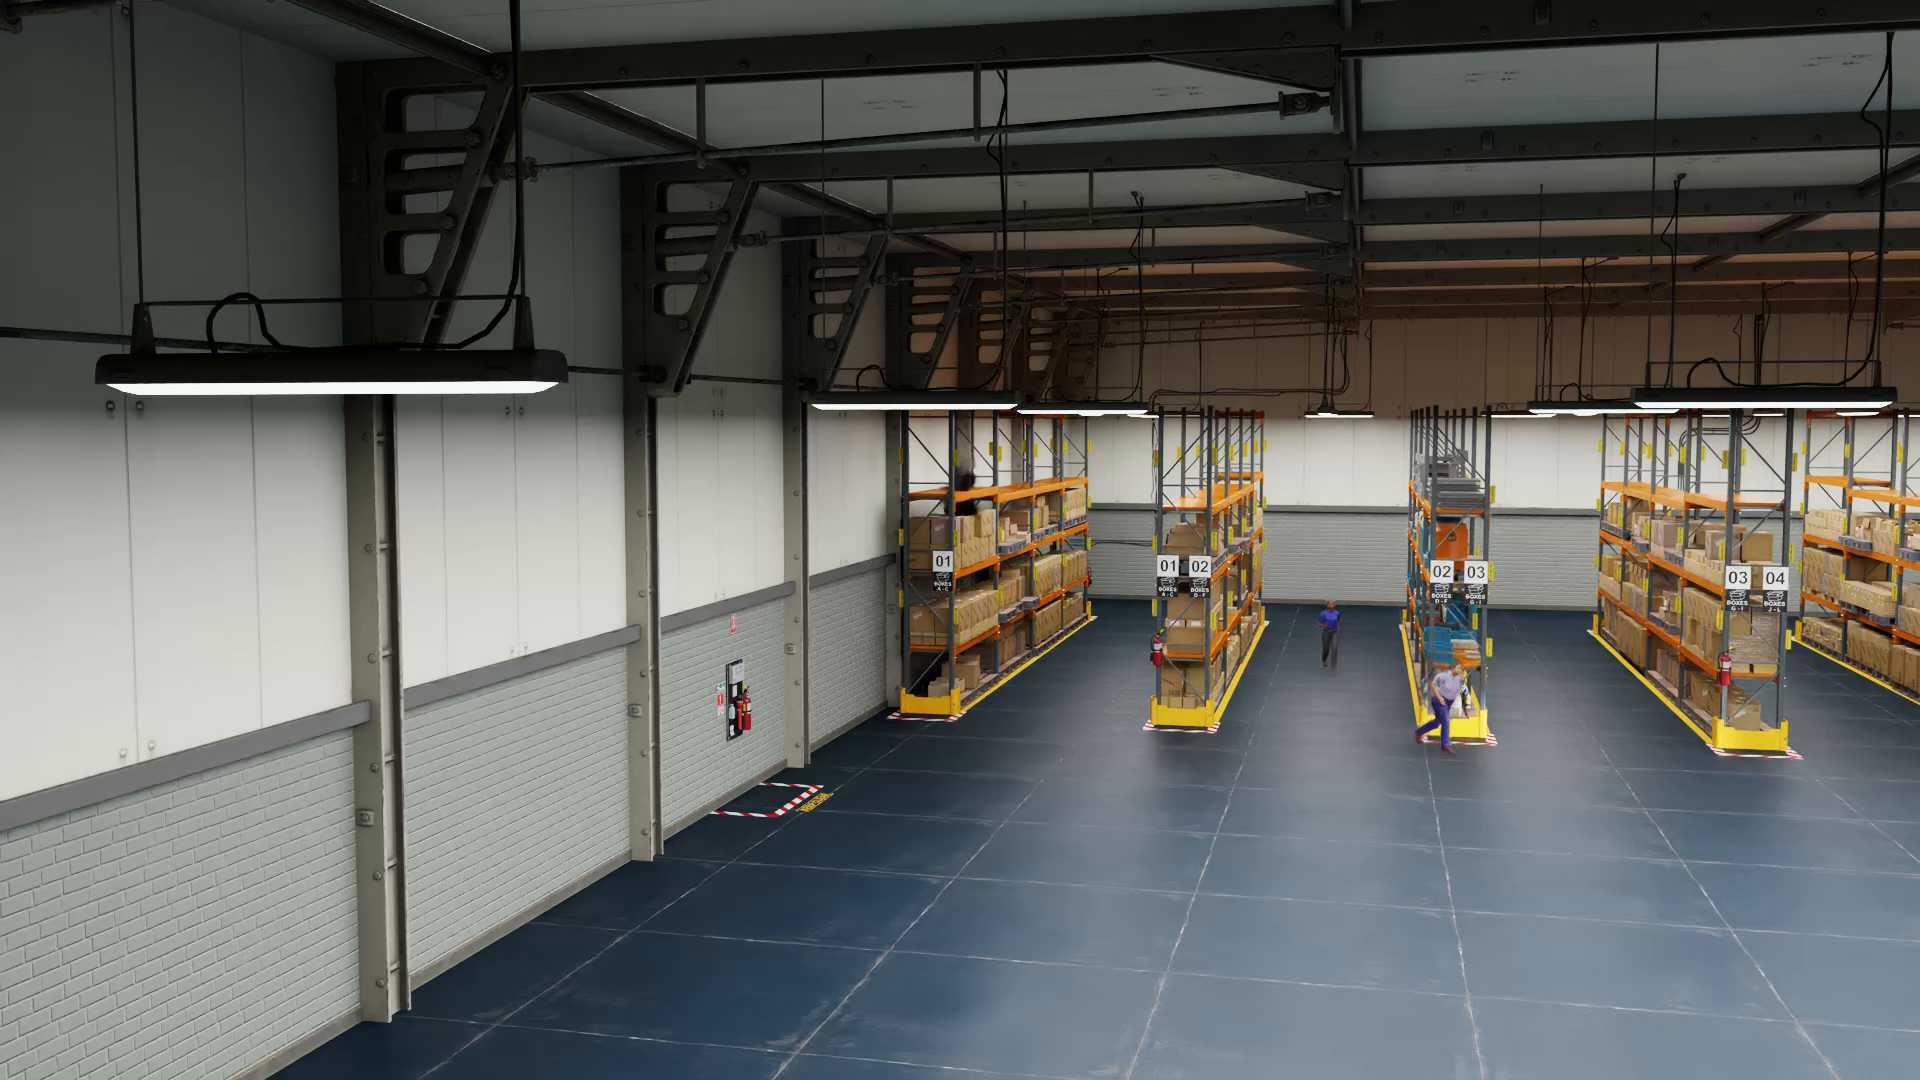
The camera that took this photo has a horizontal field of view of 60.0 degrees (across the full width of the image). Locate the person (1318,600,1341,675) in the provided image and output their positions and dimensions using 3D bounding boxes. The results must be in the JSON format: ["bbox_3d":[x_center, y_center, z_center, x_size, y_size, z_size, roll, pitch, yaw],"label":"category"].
[{"bbox_3d":[8.395,2.176,37.721,0.579,1.657,0.923,0,4,1],"label":"person"}]

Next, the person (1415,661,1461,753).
[{"bbox_3d":[8.383,2.876,29.055,0.581,1.591,0.866,-3,5,-35],"label":"person"}]

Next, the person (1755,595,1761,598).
[{"bbox_3d":[20.867,1.762,44.166,0.468,1.611,0.758,-2,5,-31],"label":"person"}]
